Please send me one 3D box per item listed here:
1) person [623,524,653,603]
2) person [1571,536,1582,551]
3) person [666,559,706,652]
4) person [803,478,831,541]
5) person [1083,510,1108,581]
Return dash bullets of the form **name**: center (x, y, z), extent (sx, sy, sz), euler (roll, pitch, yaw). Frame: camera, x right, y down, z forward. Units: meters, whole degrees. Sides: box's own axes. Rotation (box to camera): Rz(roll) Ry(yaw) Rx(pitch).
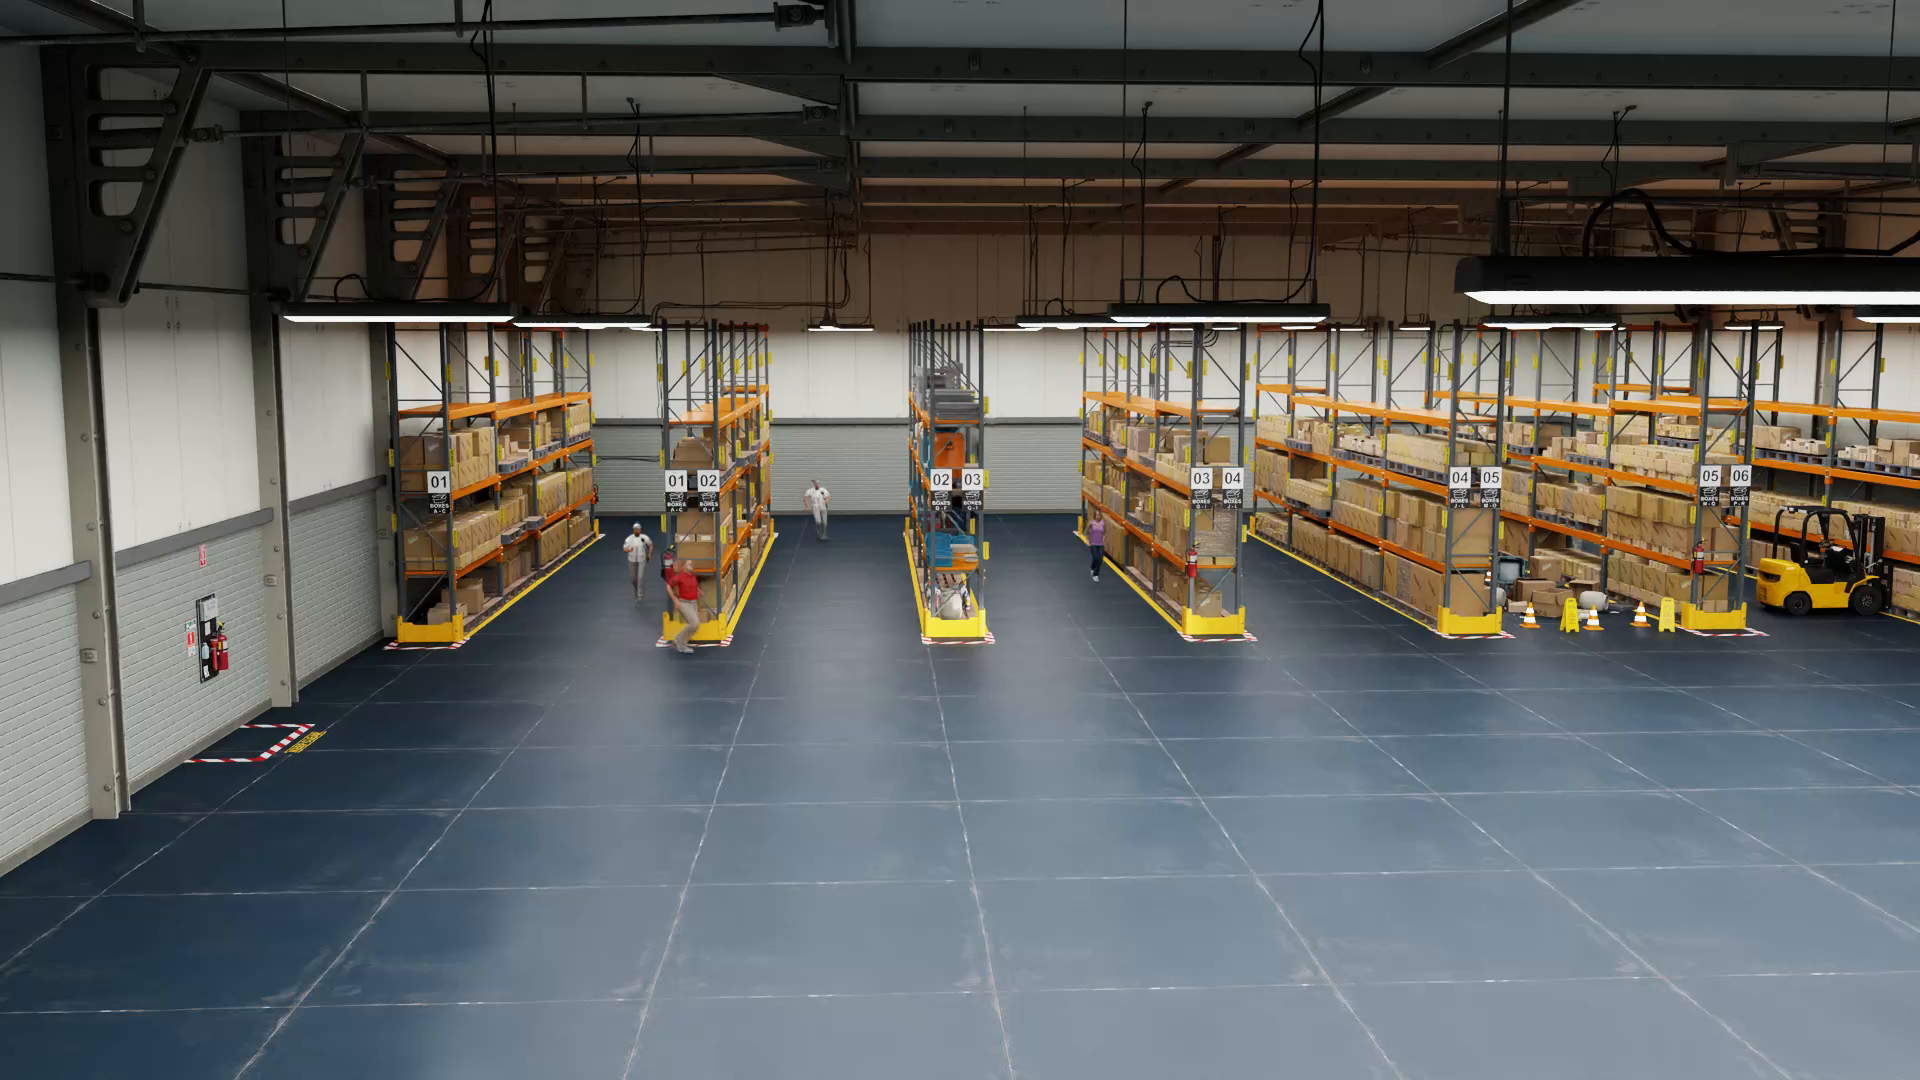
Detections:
- **person**: center (-6.932, 0.466, 35.796), extent (0.607, 1.651, 0.941), euler (0, 7, -2)
- **person**: center (16.025, -0.453, 43.299), extent (0.595, 1.660, 0.576), euler (-1, 7, -11)
- **person**: center (-4.848, 1.193, 29.894), extent (0.633, 1.693, 0.643), euler (3, 8, 25)
- **person**: center (-3.969, -0.844, 46.319), extent (0.705, 1.758, 0.670), euler (-2, 7, -16)
- **person**: center (3.028, 0.140, 36.708), extent (0.530, 1.550, 0.494), euler (-1, 7, -10)
